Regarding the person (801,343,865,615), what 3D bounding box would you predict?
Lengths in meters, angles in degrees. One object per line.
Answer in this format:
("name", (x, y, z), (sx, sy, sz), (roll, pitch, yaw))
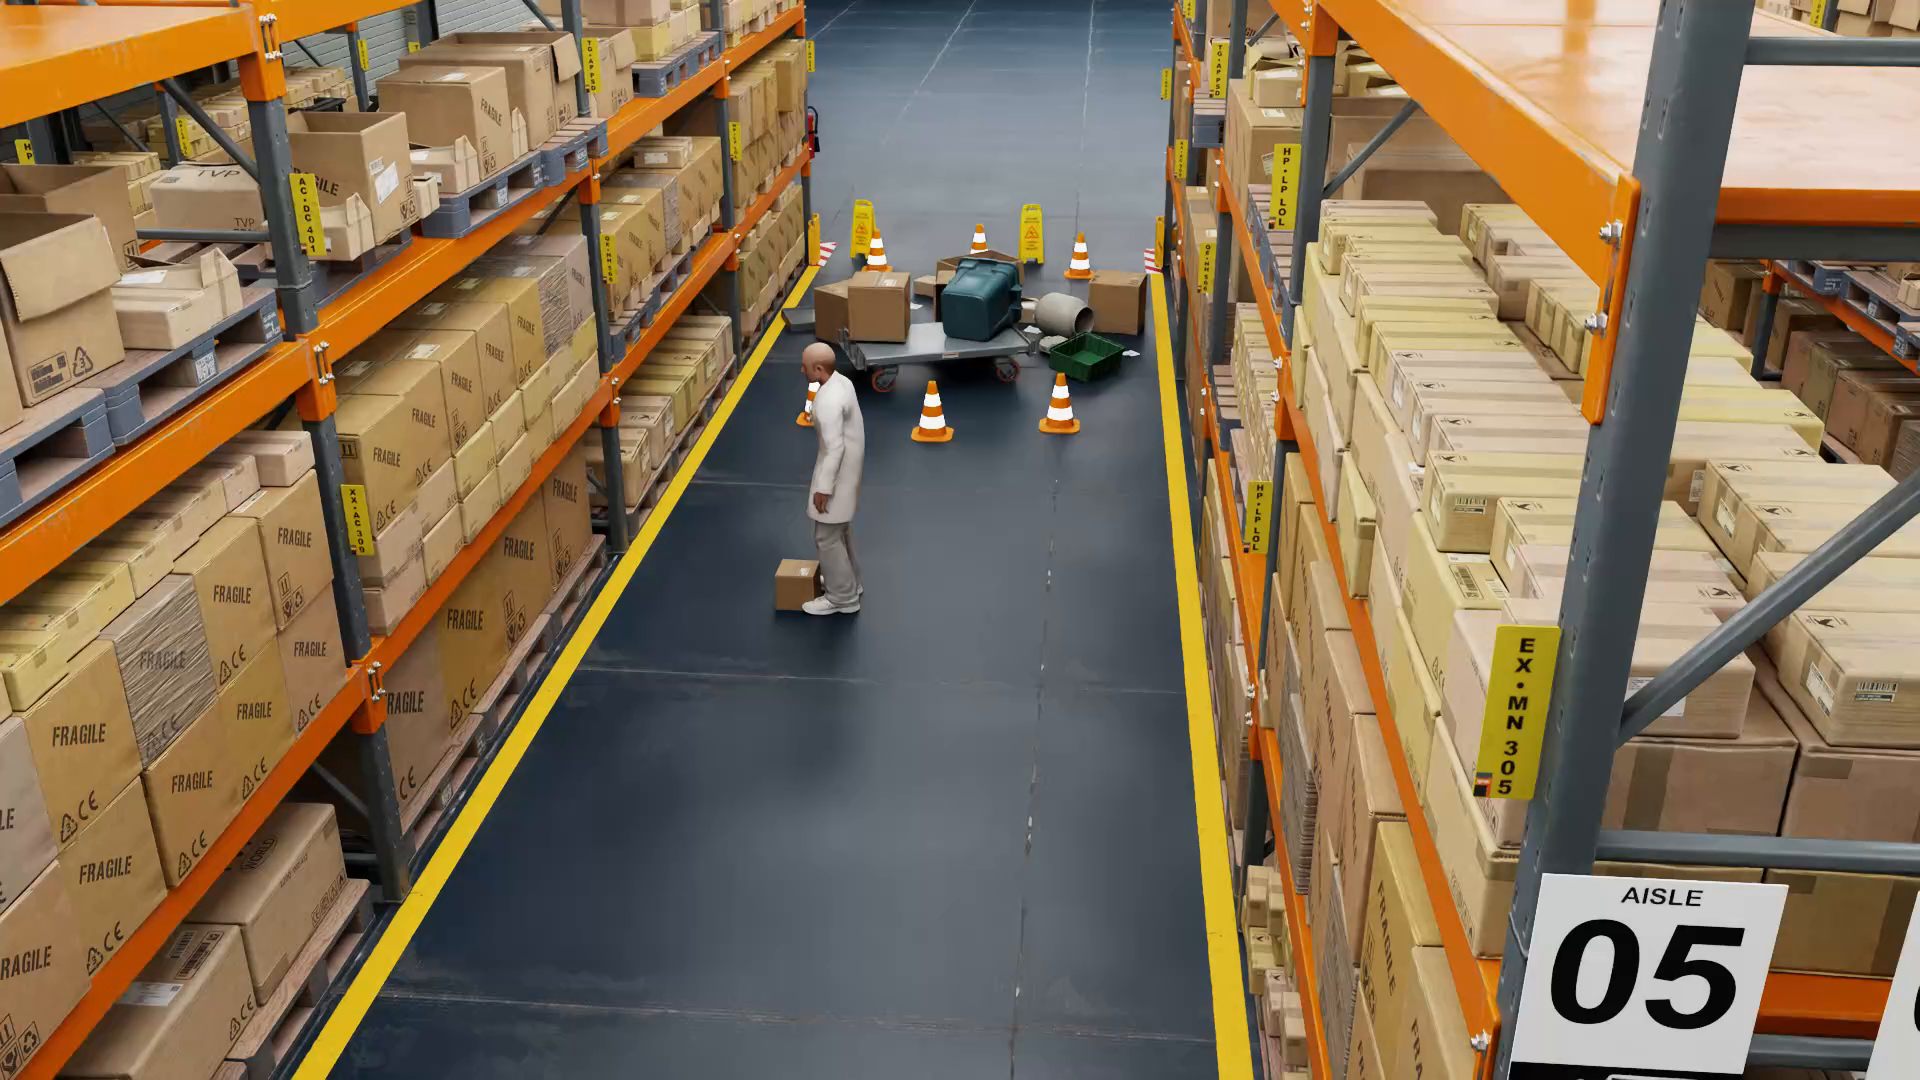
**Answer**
("person", (-0.806, -0.396, 10.503), (0.418, 1.774, 0.646), (2, 24, 4))
